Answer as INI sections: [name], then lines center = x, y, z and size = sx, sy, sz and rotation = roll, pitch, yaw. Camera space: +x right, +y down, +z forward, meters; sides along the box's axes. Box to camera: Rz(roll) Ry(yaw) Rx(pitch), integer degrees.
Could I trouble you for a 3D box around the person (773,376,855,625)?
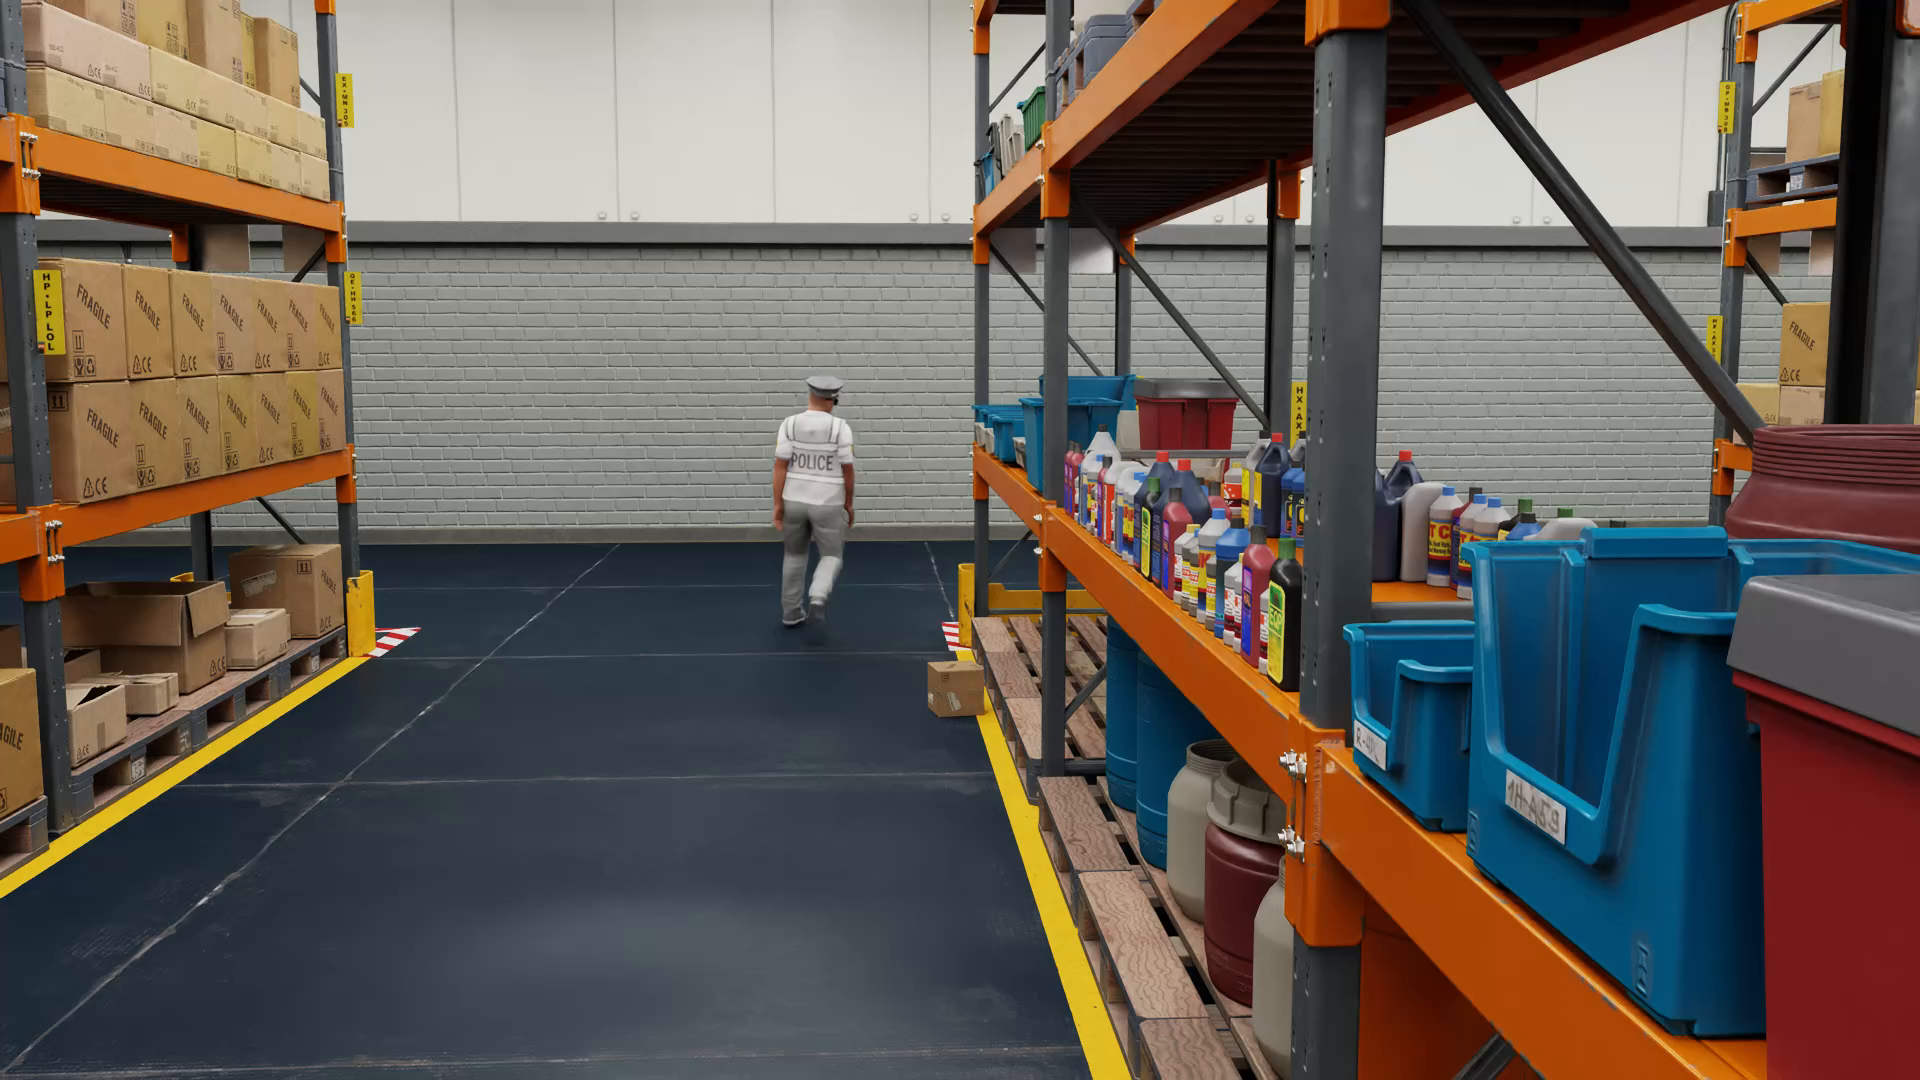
[person]
center = -0.985, -0.249, 11.241
size = 0.563, 1.713, 0.774
rotation = 1, 7, 11
